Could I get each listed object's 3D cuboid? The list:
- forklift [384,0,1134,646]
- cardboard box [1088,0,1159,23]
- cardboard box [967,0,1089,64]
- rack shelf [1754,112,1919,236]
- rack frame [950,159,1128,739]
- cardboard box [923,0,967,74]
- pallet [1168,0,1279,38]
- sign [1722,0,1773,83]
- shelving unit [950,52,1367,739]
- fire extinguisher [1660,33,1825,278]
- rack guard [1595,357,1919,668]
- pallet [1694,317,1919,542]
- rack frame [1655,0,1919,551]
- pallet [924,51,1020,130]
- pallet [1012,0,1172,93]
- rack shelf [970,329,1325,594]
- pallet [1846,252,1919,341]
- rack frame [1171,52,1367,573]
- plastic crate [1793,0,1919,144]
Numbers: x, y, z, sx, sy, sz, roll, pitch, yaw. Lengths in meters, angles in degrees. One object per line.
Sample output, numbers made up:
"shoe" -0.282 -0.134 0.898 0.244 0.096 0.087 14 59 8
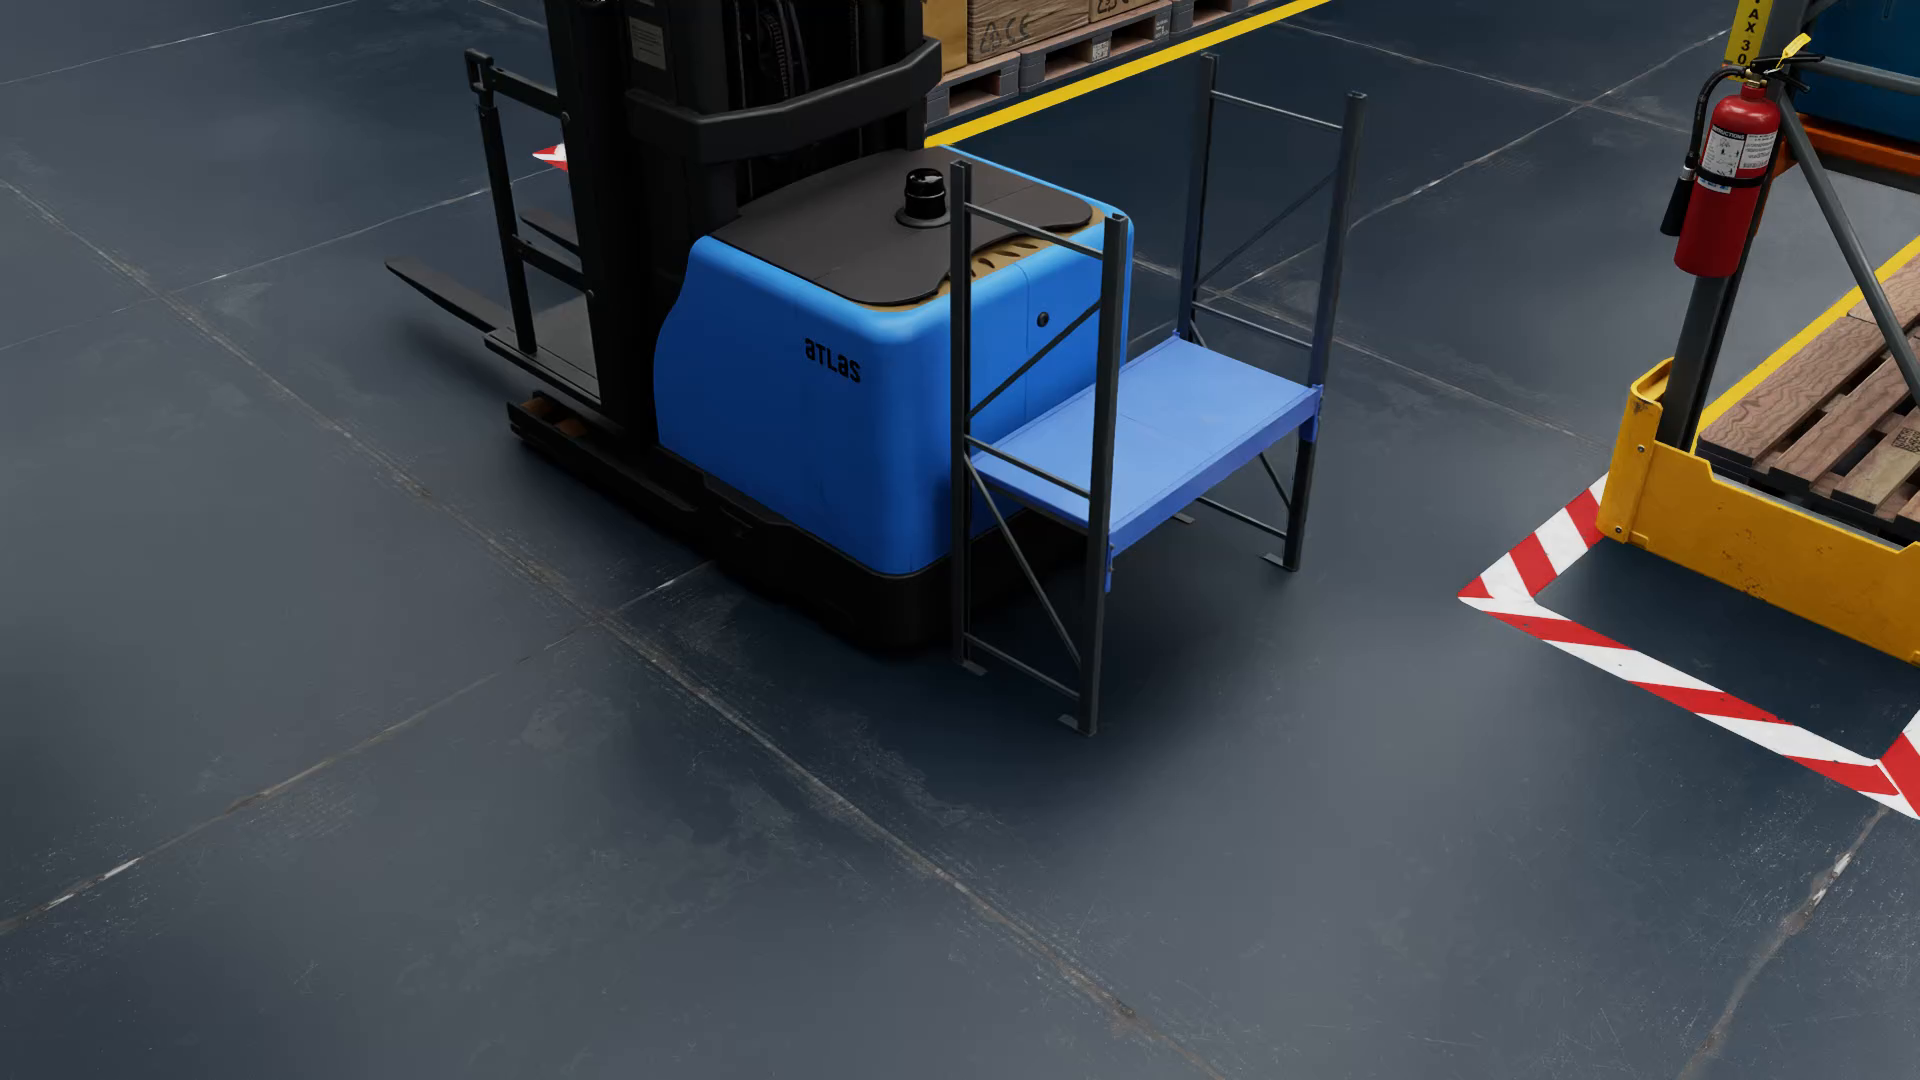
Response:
"forklift" -0.899 -1.634 5.031 3.031 2.935 1.130 29 44 35
"cardboard box" 0.693 -3.438 9.047 0.875 0.875 0.875 30 45 35
"cardboard box" 0.066 -3.076 8.529 0.875 0.875 0.875 30 45 35
"rack shelf" 3.954 -1.635 5.601 1.077 0.370 4.000 30 45 35
"rack frame" 0.173 -0.180 4.197 0.500 1.500 0.032 27 43 33
"cardboard box" -0.575 -2.707 7.999 0.875 0.875 0.875 30 45 35
"pallet" 1.257 -3.317 9.822 1.003 0.211 1.213 30 45 35
"sign" 2.144 -1.400 4.492 0.100 0.325 0.005 30 45 35
"shelving unit" 0.510 -0.397 4.508 0.538 1.500 1.048 27 43 33
"fire extinguisher" 2.117 -1.055 4.534 0.296 0.674 0.183 30 45 35
"rack guard" 2.538 -0.078 4.924 1.175 0.500 0.348 30 45 35
"pallet" 3.154 -0.293 5.486 1.003 0.211 1.213 30 45 35
"rack frame" 2.545 -1.118 4.231 1.000 3.000 0.127 30 45 35
"pallet" -0.462 -2.326 8.401 1.003 0.211 1.213 30 45 35
"pallet" 0.398 -2.819 9.108 1.003 0.211 1.213 30 45 35
"rack shelf" 0.510 -0.250 4.611 0.538 0.185 1.000 27 43 33
"pallet" 4.013 -0.786 6.193 1.003 0.211 1.213 30 45 35
"rack frame" 0.848 -0.614 4.820 0.500 1.500 0.032 27 43 33
"plastic crate" 2.649 -1.368 4.506 0.616 0.435 0.499 30 45 35
